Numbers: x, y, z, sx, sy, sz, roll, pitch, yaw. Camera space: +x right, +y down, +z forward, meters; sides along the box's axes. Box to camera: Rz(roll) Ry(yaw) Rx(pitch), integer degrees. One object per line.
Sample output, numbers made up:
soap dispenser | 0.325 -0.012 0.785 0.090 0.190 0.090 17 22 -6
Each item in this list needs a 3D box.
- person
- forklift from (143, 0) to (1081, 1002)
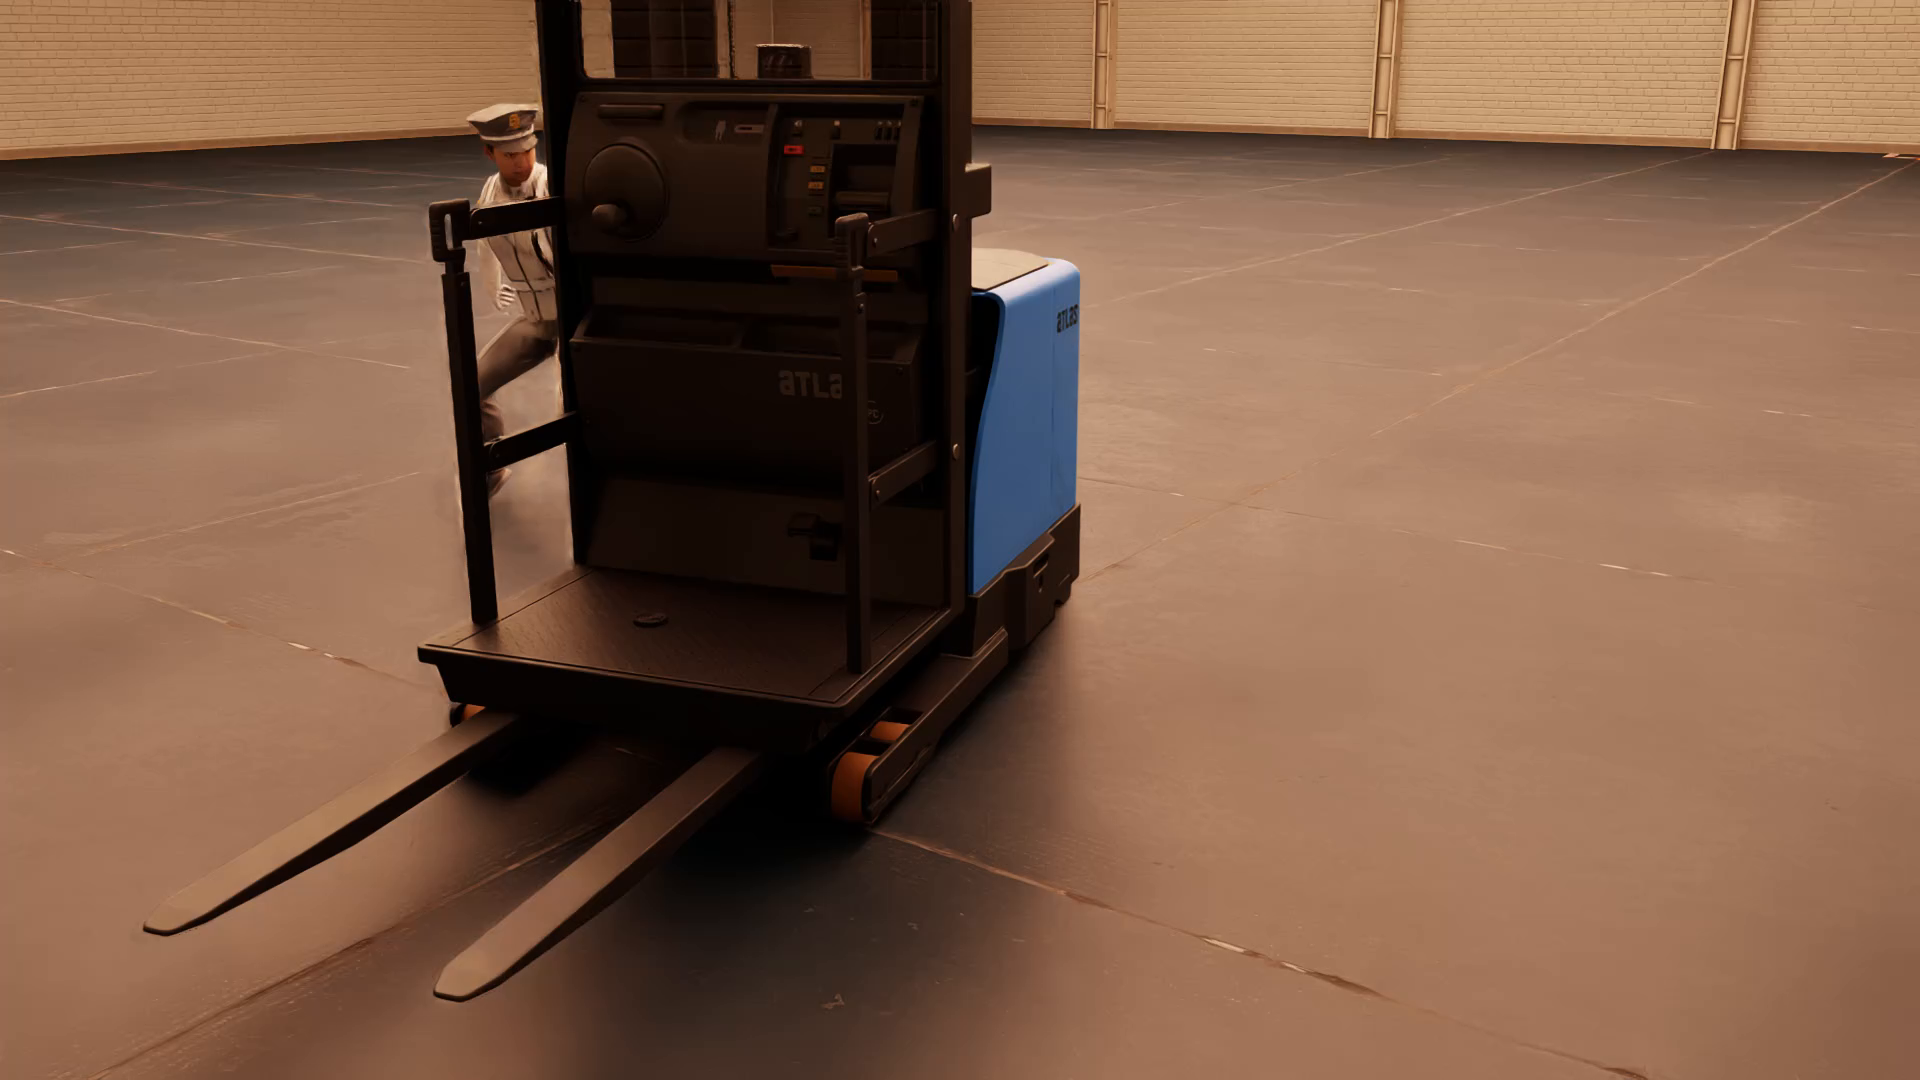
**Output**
person | -1.543 -0.771 6.081 0.972 1.606 0.534 12 20 35
forklift | -0.600 -0.888 3.802 1.130 2.935 3.031 6 18 19
